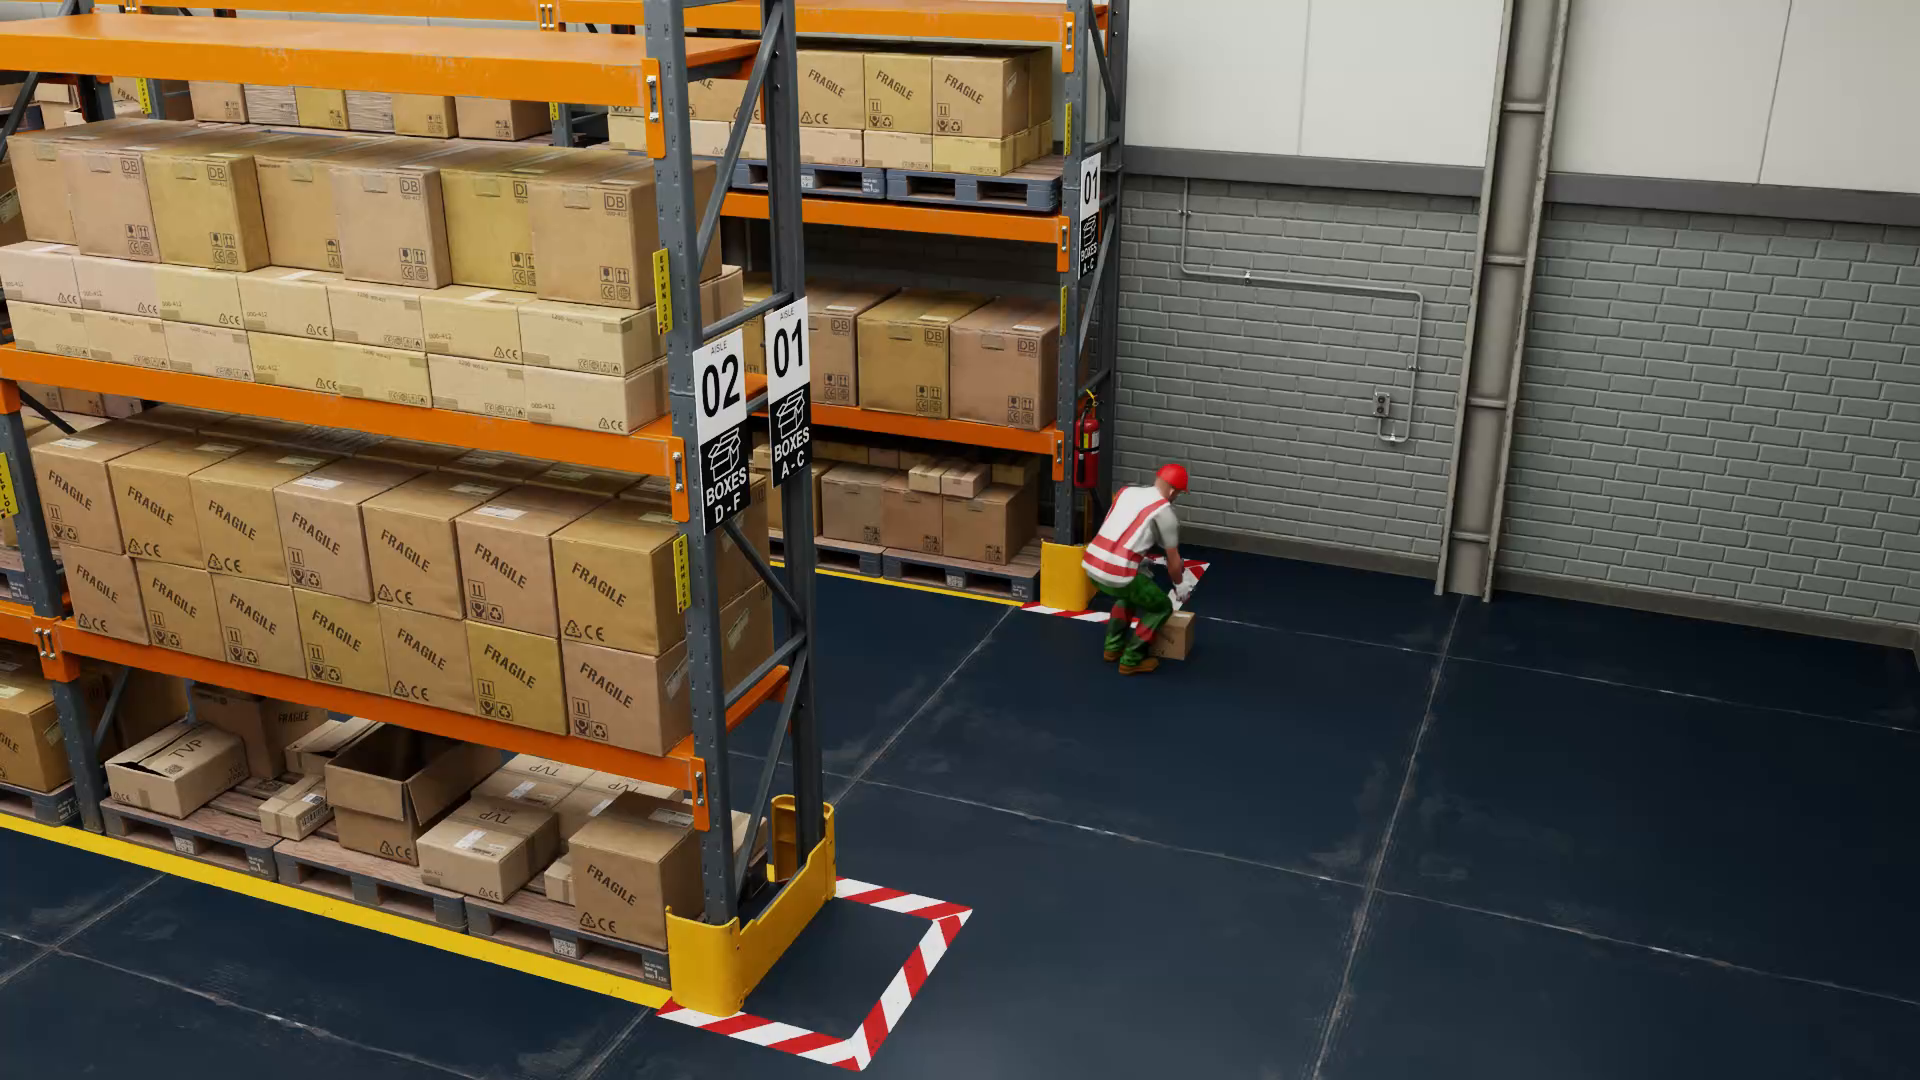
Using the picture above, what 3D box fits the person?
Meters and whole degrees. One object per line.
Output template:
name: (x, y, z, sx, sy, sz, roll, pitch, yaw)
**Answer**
person: (1.169, 0.179, 11.046, 0.795, 1.351, 0.584, -12, 25, -28)
